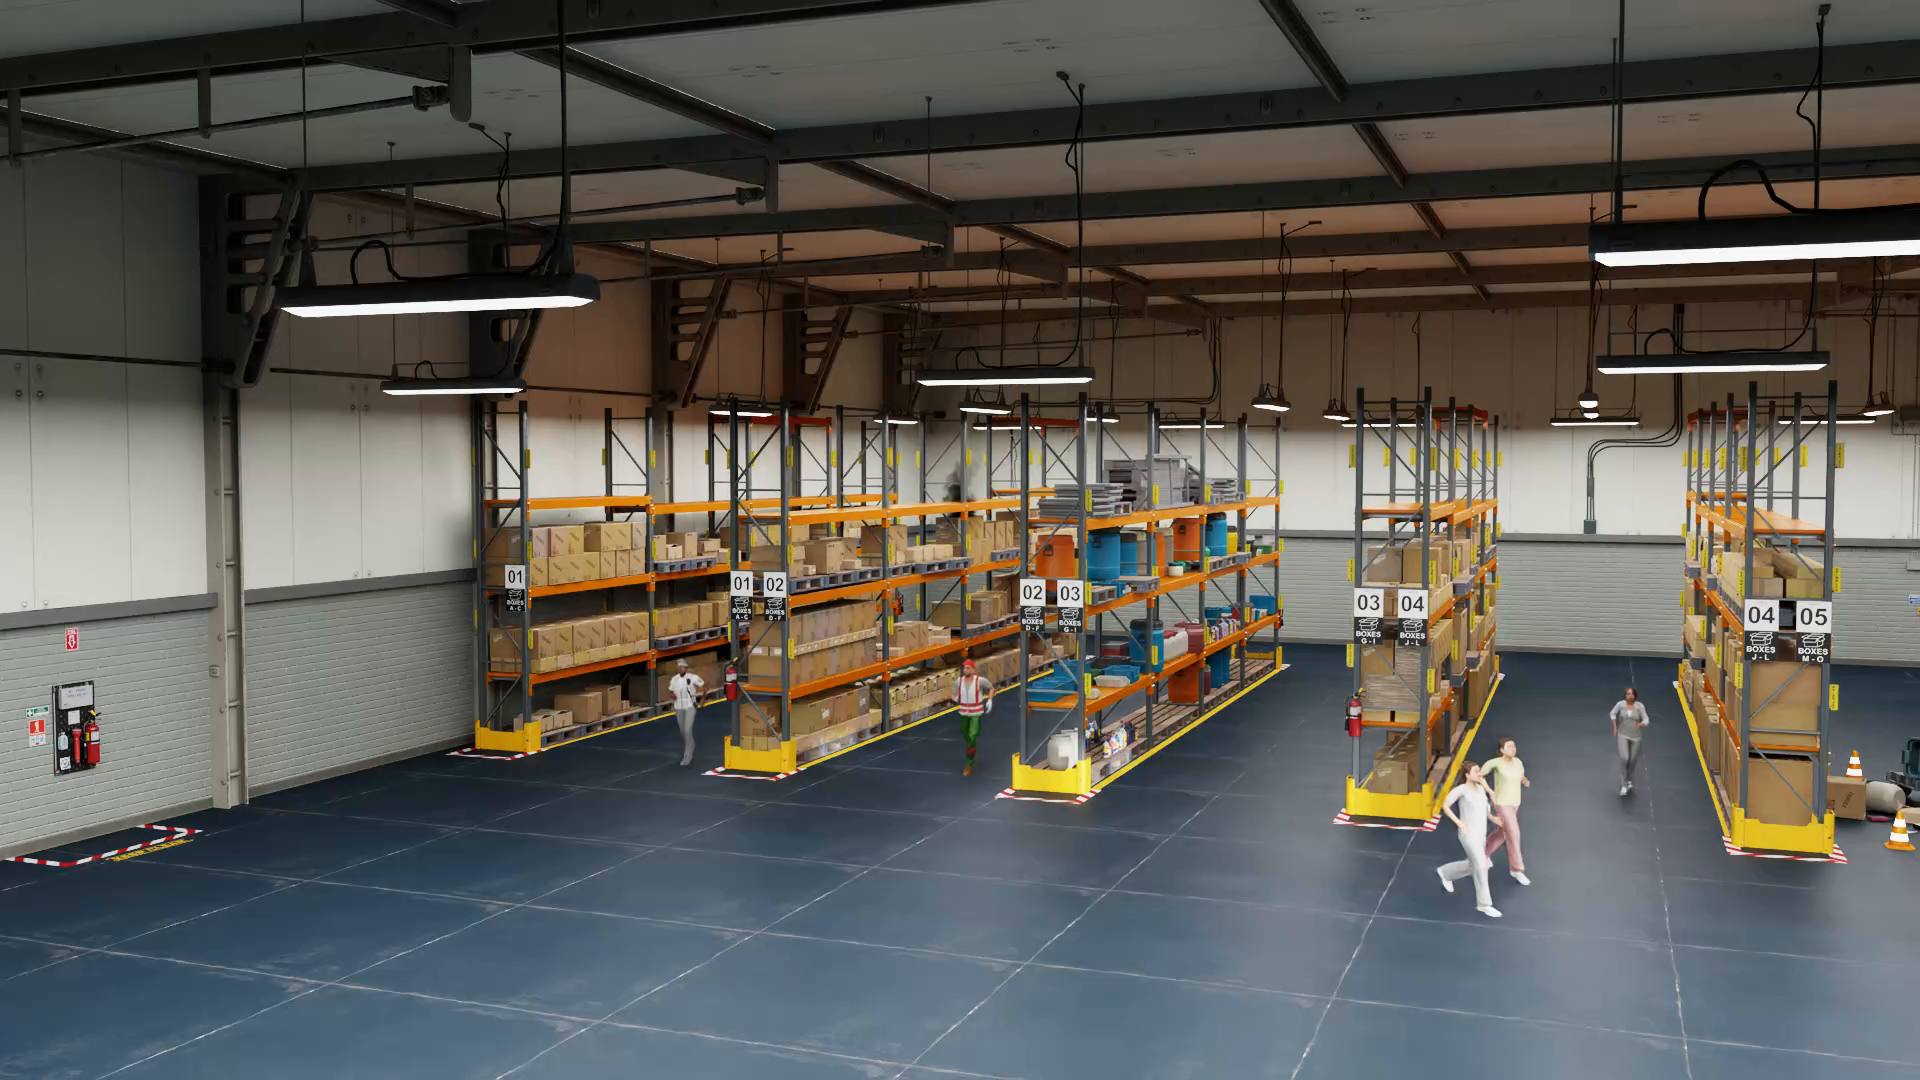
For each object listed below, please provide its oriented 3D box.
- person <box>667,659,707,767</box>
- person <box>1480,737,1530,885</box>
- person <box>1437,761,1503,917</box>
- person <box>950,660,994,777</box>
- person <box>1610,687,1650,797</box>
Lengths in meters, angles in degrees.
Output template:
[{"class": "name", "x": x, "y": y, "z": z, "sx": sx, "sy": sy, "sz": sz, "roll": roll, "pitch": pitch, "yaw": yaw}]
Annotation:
[{"class": "person", "x": -4.525, "y": 2.815, "z": 27.480, "sx": 0.643, "sy": 1.743, "sz": 0.855, "roll": 1, "pitch": 3, "yaw": 14}, {"class": "person", "x": 6.545, "y": 3.192, "z": 19.936, "sx": 0.558, "sy": 1.693, "sz": 0.894, "roll": -1, "pitch": 3, "yaw": -27}, {"class": "person", "x": 5.649, "y": 3.282, "z": 18.484, "sx": 0.567, "sy": 1.667, "sz": 0.879, "roll": -2, "pitch": 3, "yaw": -36}, {"class": "person", "x": 0.193, "y": 2.807, "z": 26.613, "sx": 0.673, "sy": 1.814, "sz": 0.980, "roll": 1, "pitch": 3, "yaw": 20}, {"class": "person", "x": 10.007, "y": 3.002, "z": 24.840, "sx": 0.523, "sy": 1.643, "sz": 0.720, "roll": 1, "pitch": 3, "yaw": 15}]
